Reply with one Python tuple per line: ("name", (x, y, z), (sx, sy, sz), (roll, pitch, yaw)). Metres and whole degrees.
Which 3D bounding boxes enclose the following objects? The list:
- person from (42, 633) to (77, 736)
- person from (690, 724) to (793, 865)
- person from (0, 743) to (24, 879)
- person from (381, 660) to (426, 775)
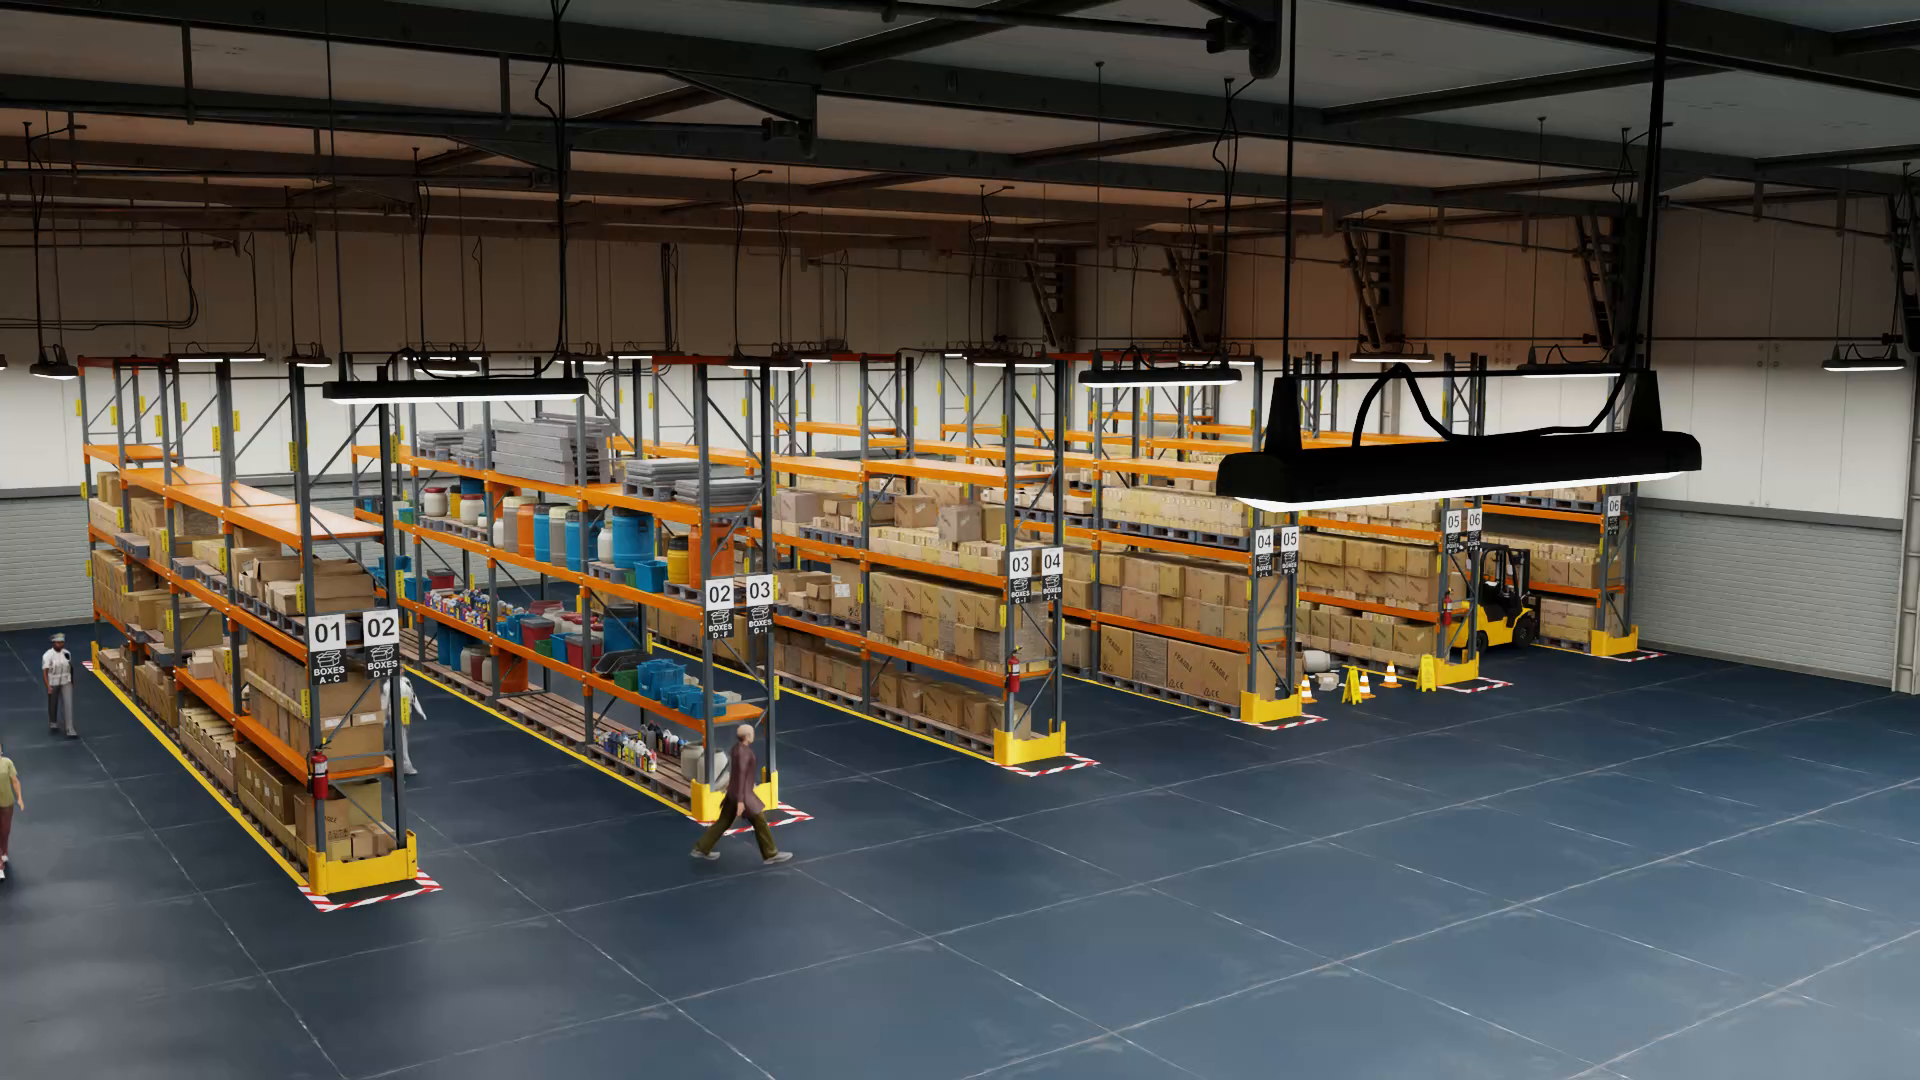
("person", (-14.412, 2.291, 26.580), (0.447, 1.624, 1.051), (-5, 9, -37))
("person", (-2.647, 3.063, 20.004), (1.211, 1.717, 0.607), (-2, 7, -15))
("person", (-11.393, 3.131, 19.690), (0.502, 1.604, 1.056), (-5, 9, -38))
("person", (-8.198, 2.546, 24.376), (1.022, 1.635, 0.569), (6, 9, 40))
